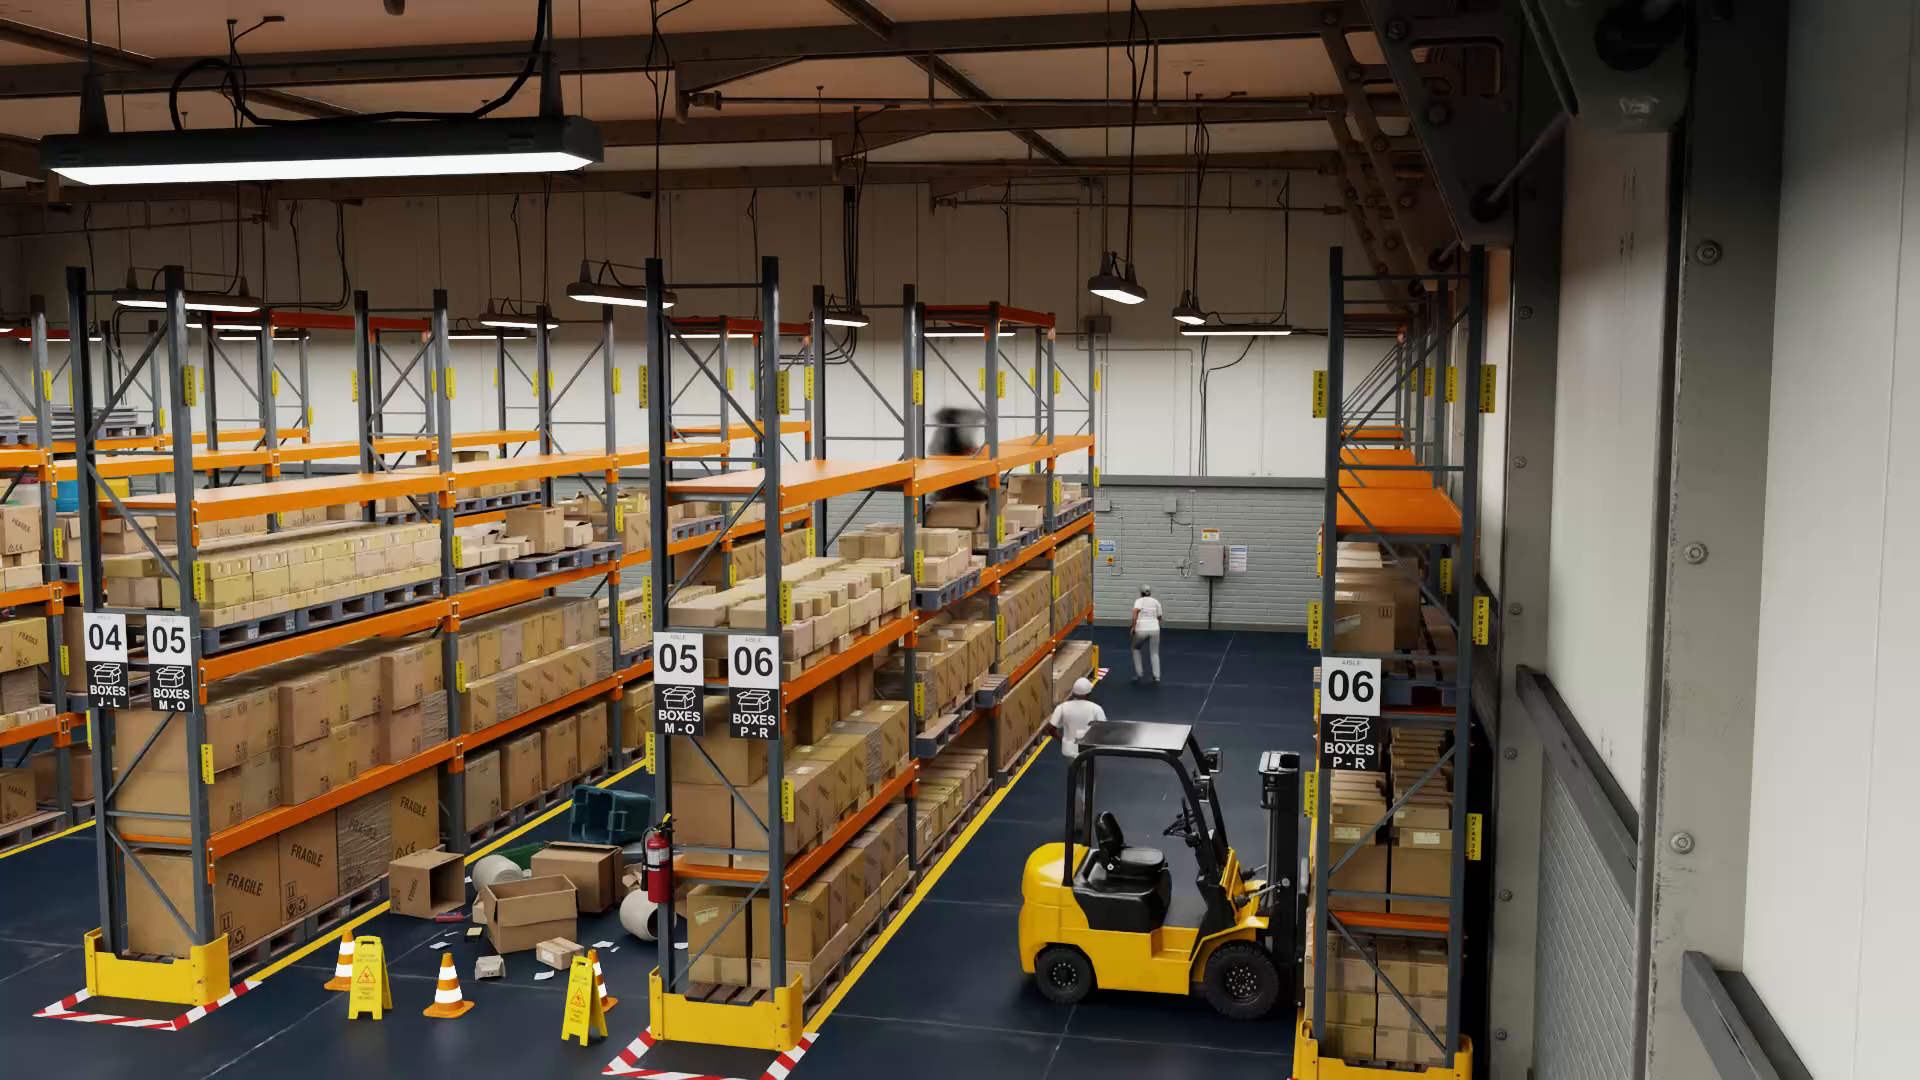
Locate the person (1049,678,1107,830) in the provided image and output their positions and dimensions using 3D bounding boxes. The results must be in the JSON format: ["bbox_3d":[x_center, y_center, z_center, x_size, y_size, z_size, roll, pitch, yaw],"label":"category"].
[{"bbox_3d":[1.345,2.419,18.751,0.694,1.734,0.626,2,6,17],"label":"person"}]

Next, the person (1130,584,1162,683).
[{"bbox_3d":[3.094,1.579,27.584,0.611,1.645,0.927,-1,6,-9],"label":"person"}]
